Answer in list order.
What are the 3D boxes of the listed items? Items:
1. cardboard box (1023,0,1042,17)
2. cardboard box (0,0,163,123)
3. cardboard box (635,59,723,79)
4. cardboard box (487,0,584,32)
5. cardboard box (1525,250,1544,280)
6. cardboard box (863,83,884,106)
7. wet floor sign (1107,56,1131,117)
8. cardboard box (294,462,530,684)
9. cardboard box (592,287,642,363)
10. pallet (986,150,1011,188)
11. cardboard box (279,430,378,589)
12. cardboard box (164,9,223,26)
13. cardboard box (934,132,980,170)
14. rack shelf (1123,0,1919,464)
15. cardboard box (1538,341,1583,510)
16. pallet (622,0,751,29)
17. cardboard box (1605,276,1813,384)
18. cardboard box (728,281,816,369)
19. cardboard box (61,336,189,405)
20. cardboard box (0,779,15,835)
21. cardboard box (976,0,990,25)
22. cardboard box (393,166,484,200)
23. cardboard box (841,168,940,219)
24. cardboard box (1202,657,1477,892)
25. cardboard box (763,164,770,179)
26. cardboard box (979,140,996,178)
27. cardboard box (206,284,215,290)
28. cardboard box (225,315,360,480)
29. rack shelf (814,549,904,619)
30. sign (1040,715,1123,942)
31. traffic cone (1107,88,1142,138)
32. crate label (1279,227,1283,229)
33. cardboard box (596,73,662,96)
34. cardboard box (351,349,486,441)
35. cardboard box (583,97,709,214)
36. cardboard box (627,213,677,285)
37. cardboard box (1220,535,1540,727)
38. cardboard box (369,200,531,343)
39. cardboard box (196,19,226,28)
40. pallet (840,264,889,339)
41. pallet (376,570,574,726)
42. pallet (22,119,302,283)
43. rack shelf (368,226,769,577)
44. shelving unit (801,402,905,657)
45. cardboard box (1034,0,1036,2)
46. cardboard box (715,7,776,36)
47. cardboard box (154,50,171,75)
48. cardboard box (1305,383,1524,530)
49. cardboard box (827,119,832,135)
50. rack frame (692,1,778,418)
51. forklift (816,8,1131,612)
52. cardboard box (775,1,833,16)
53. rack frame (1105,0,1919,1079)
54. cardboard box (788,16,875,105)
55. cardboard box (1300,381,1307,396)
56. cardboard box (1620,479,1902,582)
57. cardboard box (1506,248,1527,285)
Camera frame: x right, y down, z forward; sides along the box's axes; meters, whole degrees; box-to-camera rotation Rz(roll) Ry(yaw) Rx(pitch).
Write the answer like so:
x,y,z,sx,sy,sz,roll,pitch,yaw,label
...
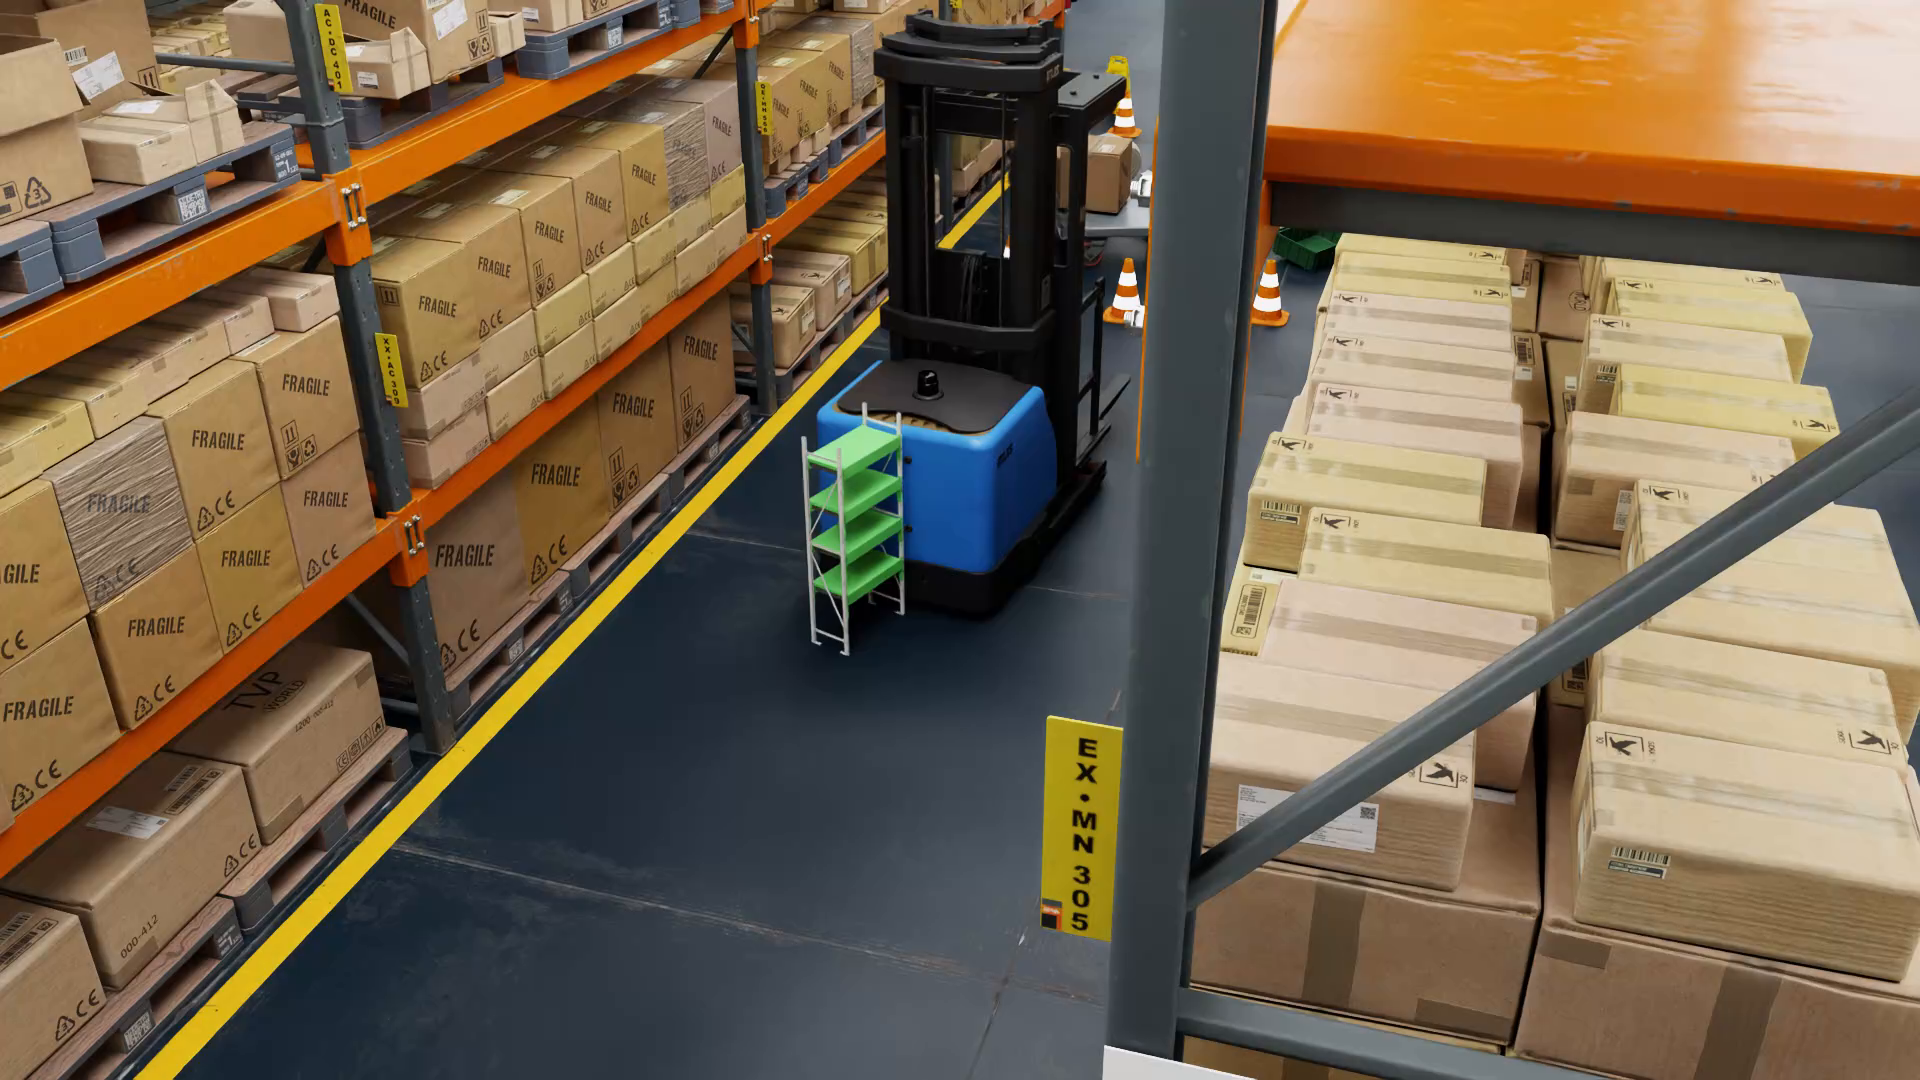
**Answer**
x,y,z,sx,sy,sz,roll,pitch,yaw,label
0.594,-5.264,16.386,0.380,0.149,0.250,9,30,16,cardboard box
-3.286,-1.713,6.021,0.500,0.500,0.500,9,30,16,cardboard box
-1.871,-2.842,10.933,0.500,0.500,0.500,8,30,13,cardboard box
-2.041,-2.610,7.977,0.396,0.266,0.258,11,31,19,cardboard box
1.328,-0.759,4.584,0.500,0.250,0.500,8,30,15,cardboard box
-0.765,-3.416,12.632,0.380,0.149,0.250,8,30,15,cardboard box
1.689,-4.859,17.820,0.267,0.644,0.232,20,35,32,wet floor sign
-2.807,0.070,8.292,0.875,0.875,0.875,9,30,16,cardboard box
-2.059,-1.184,8.947,0.500,0.250,0.500,8,30,14,cardboard box
-0.045,-3.760,16.292,1.003,0.211,1.213,8,30,15,pallet
-2.804,-0.167,6.862,0.500,0.500,0.500,9,30,15,cardboard box
-6.150,-4.164,13.380,0.380,0.149,0.250,9,30,16,cardboard box
-0.133,-3.638,14.830,0.500,0.500,0.500,10,31,17,cardboard box
1.262,-1.092,3.200,1.077,0.370,4.000,8,30,15,rack shelf
1.511,-0.199,3.576,0.500,0.250,0.500,7,30,13,cardboard box
-1.877,-3.156,9.446,1.213,0.211,1.003,10,31,17,pallet
1.609,-0.444,3.607,0.380,0.149,0.250,8,30,14,cardboard box
-1.563,-1.530,11.687,0.950,0.372,0.625,6,30,11,cardboard box
-3.019,-0.609,5.960,0.380,0.149,0.250,8,30,14,cardboard box
-3.383,0.785,5.150,0.500,0.500,0.500,8,30,15,cardboard box
-0.043,-4.668,14.647,0.500,0.500,0.500,8,30,15,cardboard box
-2.709,-1.574,8.362,0.500,0.500,0.500,9,30,16,cardboard box
-0.716,-2.884,14.120,0.950,0.372,0.625,9,30,16,cardboard box
0.492,0.309,2.254,0.380,0.149,0.250,8,30,14,cardboard box
-1.465,-2.432,10.863,0.380,0.149,0.250,7,30,12,cardboard box
0.013,-3.560,15.461,0.500,0.250,0.500,10,31,18,cardboard box
-3.253,-1.030,6.717,0.380,0.149,0.250,8,30,14,cardboard box
-2.787,-0.597,6.606,0.500,0.500,0.500,8,30,14,cardboard box
-0.540,0.215,8.755,0.258,0.148,0.480,19,34,30,rack shelf
0.151,0.357,2.027,0.100,0.325,0.005,8,30,15,sign
1.717,-4.459,17.290,0.336,0.463,0.334,8,30,15,traffic cone
2.862,-2.722,14.502,0.298,0.136,0.250,-12,31,-20,crate label
-2.117,-2.520,10.064,0.500,0.500,0.500,8,30,13,cardboard box
-2.514,-0.692,7.549,0.500,0.250,0.500,8,30,13,cardboard box
-1.783,-2.197,9.483,0.500,0.500,0.500,9,30,16,cardboard box
-1.915,-1.646,9.263,0.500,0.250,0.500,8,30,14,cardboard box
0.716,0.191,2.875,0.500,0.250,0.500,8,30,14,cardboard box
-2.386,-1.260,7.797,0.500,0.500,0.500,8,30,15,cardboard box
-5.741,-3.975,13.040,0.380,0.149,0.250,9,30,16,cardboard box
-1.148,-1.944,13.027,1.003,0.211,1.213,8,30,15,pallet
-2.758,0.474,8.681,1.003,0.211,1.213,8,30,15,pallet
-3.163,-1.268,5.950,1.003,0.211,1.213,8,30,15,pallet
-2.325,-0.990,9.184,1.077,0.370,4.000,8,30,15,rack shelf
-0.540,-0.051,8.607,0.258,1.200,0.503,19,34,30,shelving unit
0.563,-5.602,16.326,0.500,0.500,0.500,9,30,15,cardboard box
-1.528,-3.675,11.763,0.380,0.149,0.250,7,30,12,cardboard box
-6.032,-3.498,12.182,0.380,0.149,0.250,9,30,16,cardboard box
0.839,-0.159,3.094,0.380,0.149,0.250,8,30,14,cardboard box
-1.129,-2.927,11.753,0.380,0.149,0.250,10,31,18,cardboard box
-1.738,-2.234,10.680,1.000,3.000,0.127,8,30,15,rack frame
0.261,-1.590,9.594,1.130,2.935,3.031,12,31,20,forklift
-1.281,-3.813,12.677,0.500,0.500,0.500,8,30,15,cardboard box
0.675,-0.479,1.354,1.000,3.000,0.127,8,30,15,rack frame
-0.935,-3.490,12.096,0.500,0.500,0.500,7,30,13,cardboard box
1.151,-0.310,4.291,0.500,0.250,0.500,10,31,17,cardboard box
1.301,0.043,2.732,0.380,0.149,0.250,9,30,16,cardboard box
1.225,-0.769,4.192,0.380,0.149,0.250,8,30,13,cardboard box
